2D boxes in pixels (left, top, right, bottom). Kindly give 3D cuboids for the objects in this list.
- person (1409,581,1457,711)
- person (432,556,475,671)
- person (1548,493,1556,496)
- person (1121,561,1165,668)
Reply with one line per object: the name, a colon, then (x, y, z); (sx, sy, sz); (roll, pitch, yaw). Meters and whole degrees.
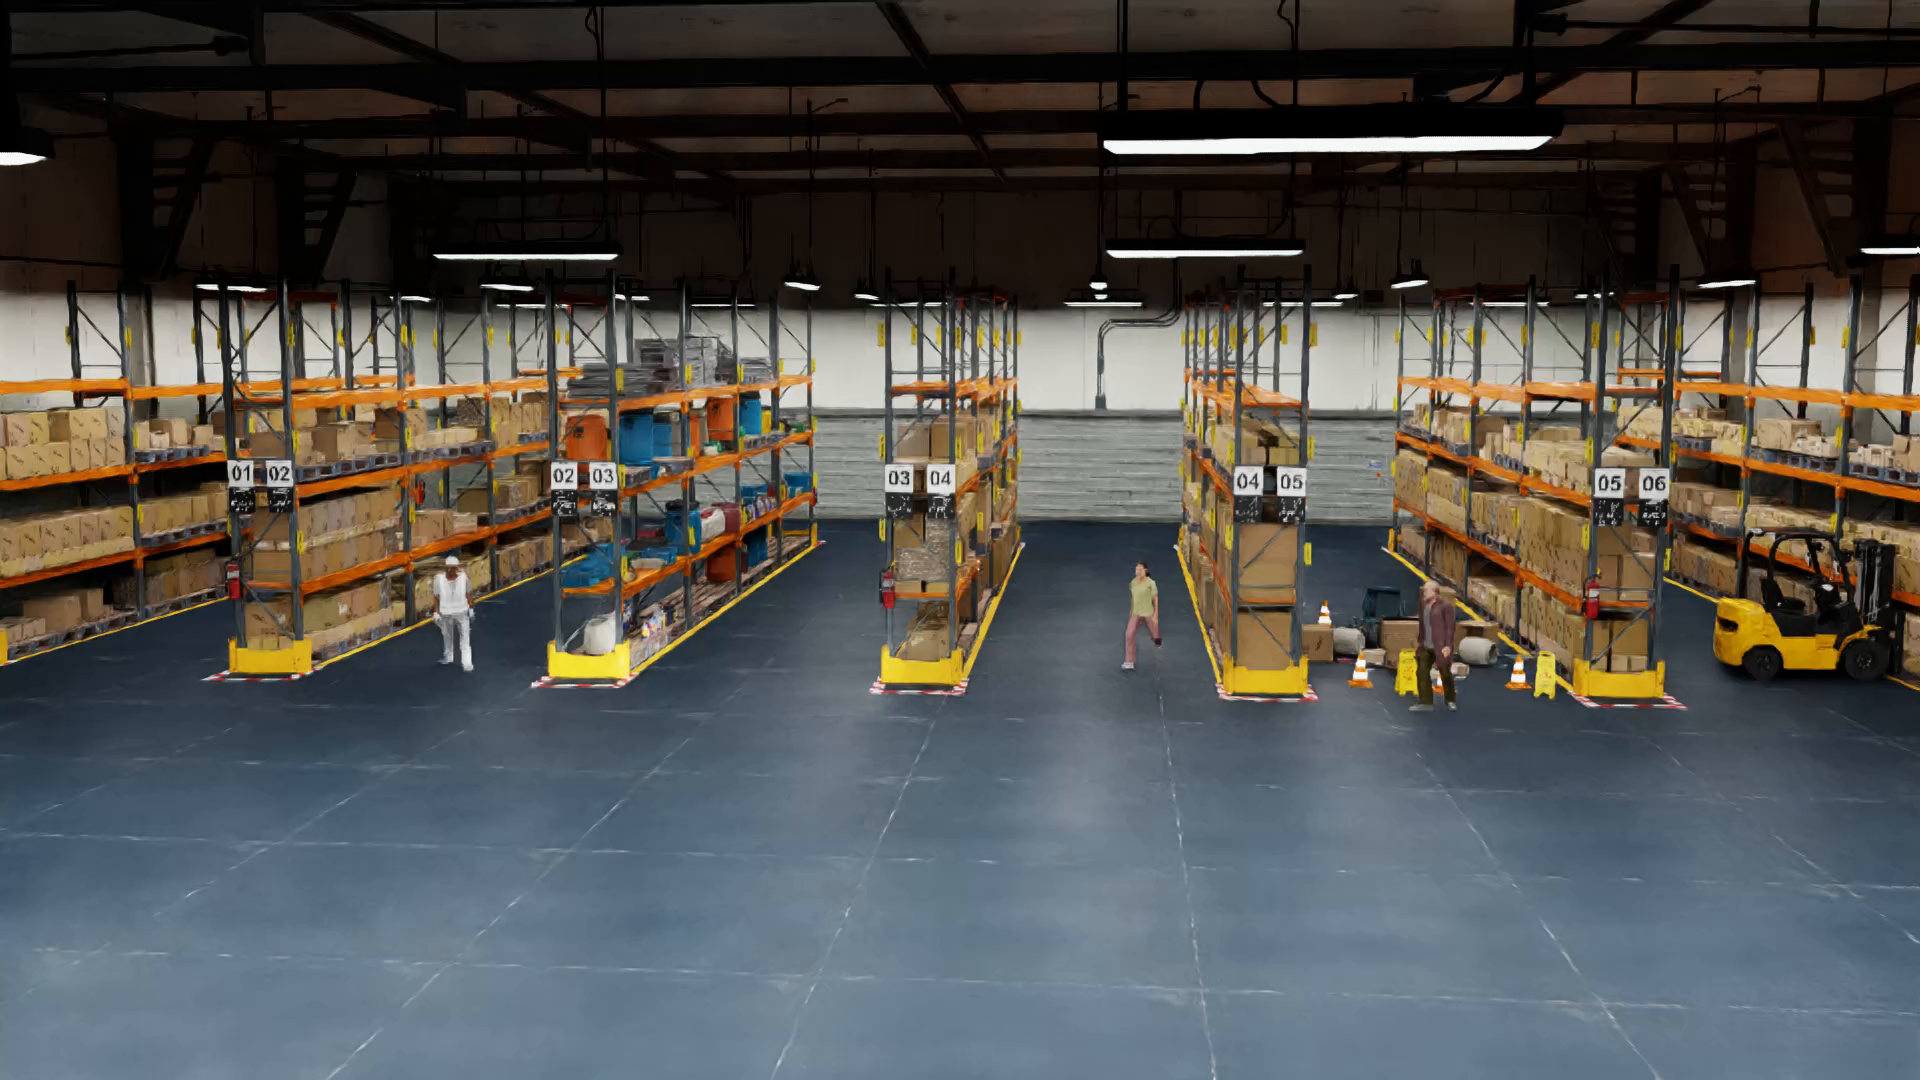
person: (6.401, 1.421, 22.359); (0.657, 1.770, 0.607); (-5, 9, -37)
person: (-7.669, 1.094, 25.197); (0.609, 1.742, 0.967); (-2, 7, -18)
person: (15.171, -0.949, 42.303); (0.566, 1.655, 0.507); (-5, 9, -37)
person: (2.815, 1.119, 25.288); (0.519, 1.626, 0.962); (3, 8, 26)
